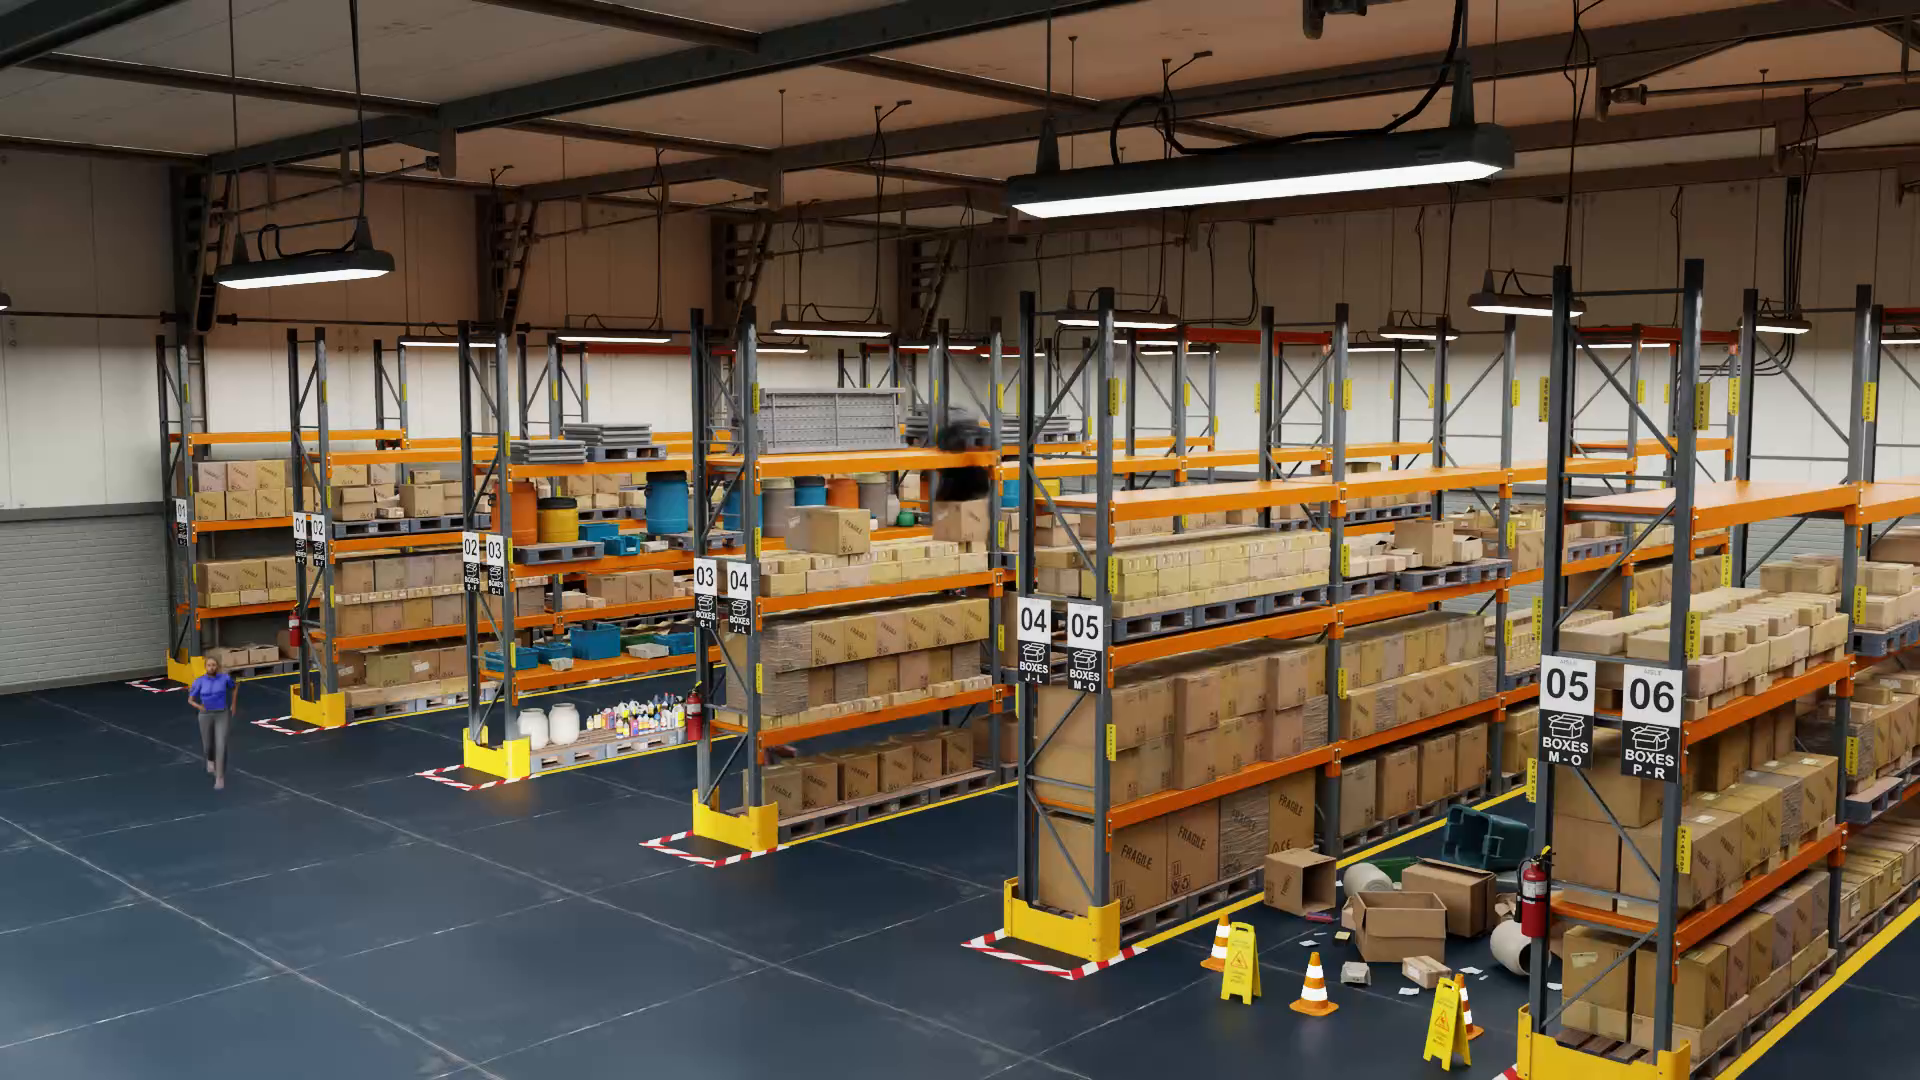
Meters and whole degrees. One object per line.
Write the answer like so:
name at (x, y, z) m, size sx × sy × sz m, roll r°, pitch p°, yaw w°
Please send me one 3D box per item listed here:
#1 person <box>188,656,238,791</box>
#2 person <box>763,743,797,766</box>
person at (-9.644, 2.328, 21.503) m, size 0.595 × 1.680 × 0.903 m, roll -2°, pitch 6°, yaw -25°
person at (-2.410, 2.317, 21.708) m, size 0.580 × 1.619 × 0.609 m, roll 4°, pitch 6°, yaw 33°
